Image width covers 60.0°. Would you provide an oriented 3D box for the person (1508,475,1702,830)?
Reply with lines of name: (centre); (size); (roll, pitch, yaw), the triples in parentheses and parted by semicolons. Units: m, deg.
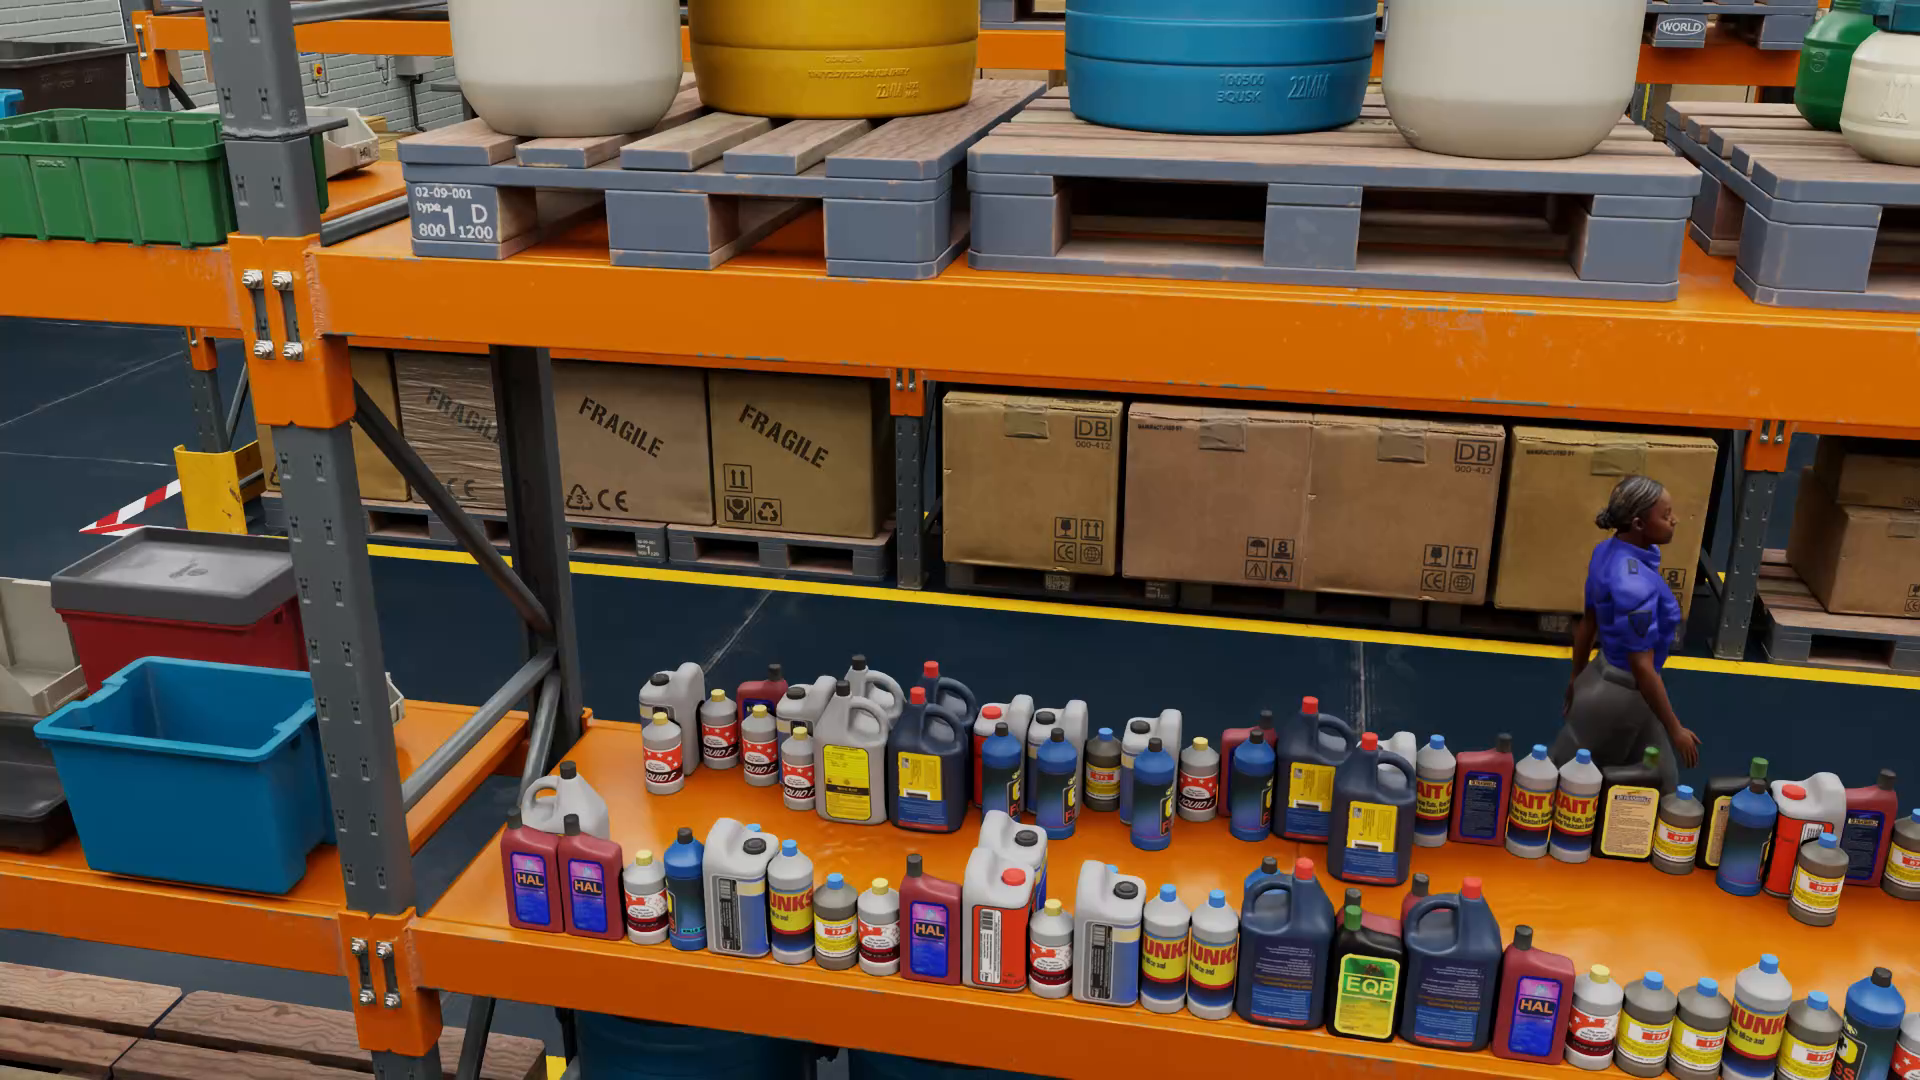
person: (2.306, 0.551, 5.691); (0.989, 1.595, 0.475); (6, 22, 15)
